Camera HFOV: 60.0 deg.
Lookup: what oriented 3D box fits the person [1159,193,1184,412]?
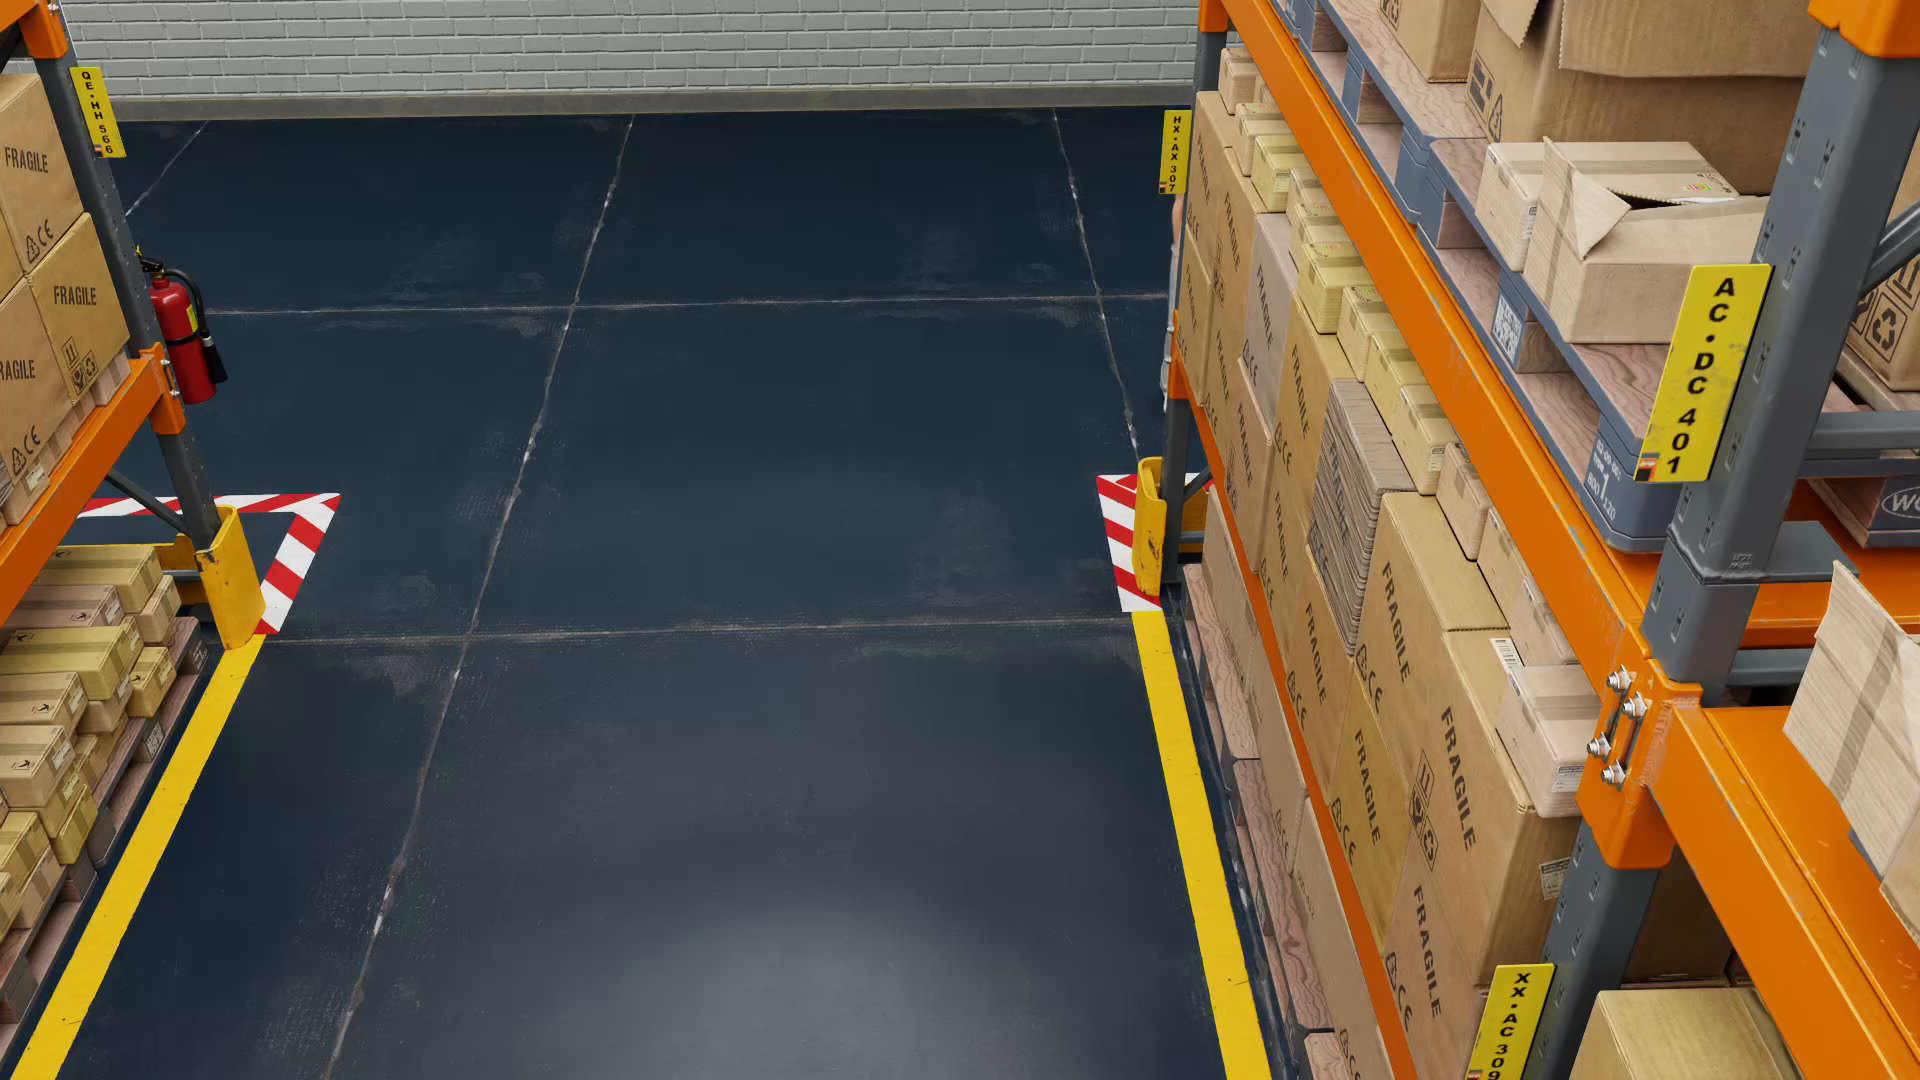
[{"bbox_3d":[1.238,-1.380,8.119,0.453,1.652,0.347,-1,35,-1],"label":"person"}]
